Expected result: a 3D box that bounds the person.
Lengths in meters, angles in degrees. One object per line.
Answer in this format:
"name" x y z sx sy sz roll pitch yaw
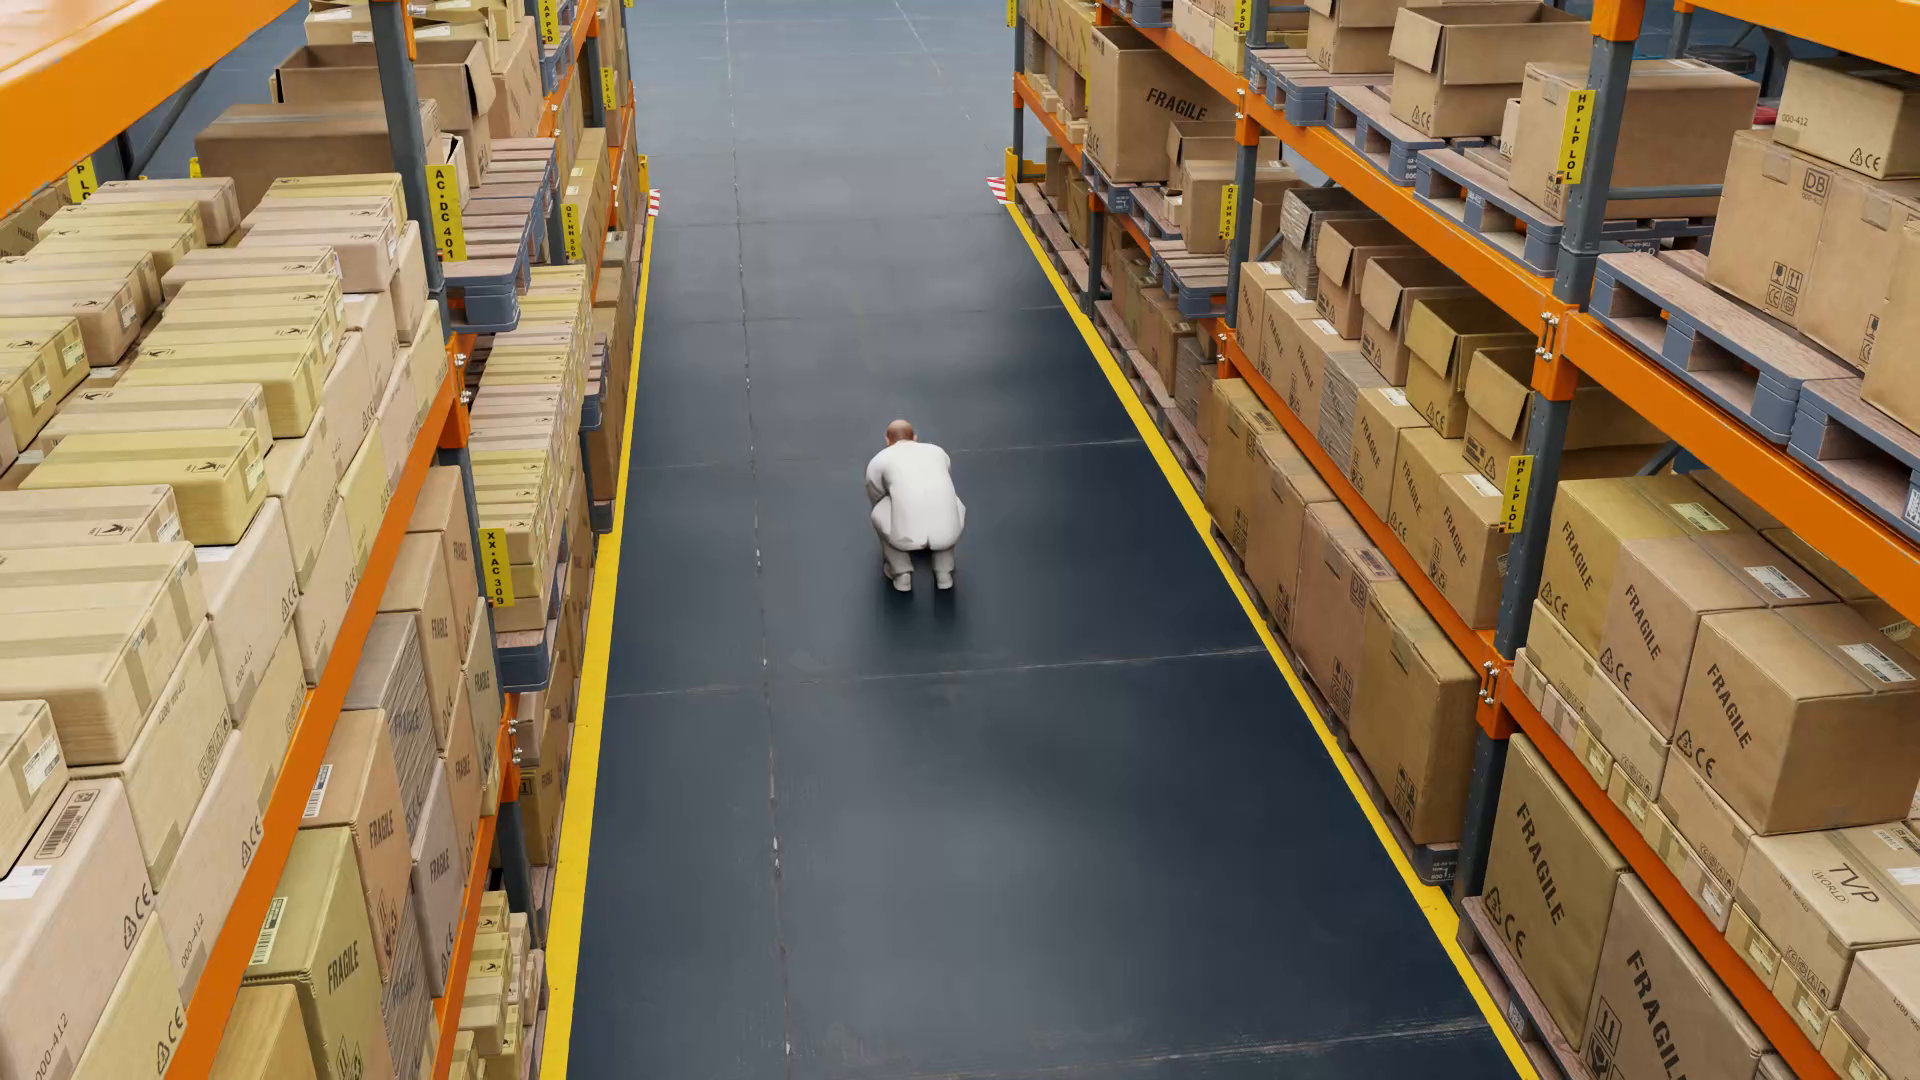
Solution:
"person" -0.255 -0.584 9.797 0.529 1.771 0.563 -3 27 -6
